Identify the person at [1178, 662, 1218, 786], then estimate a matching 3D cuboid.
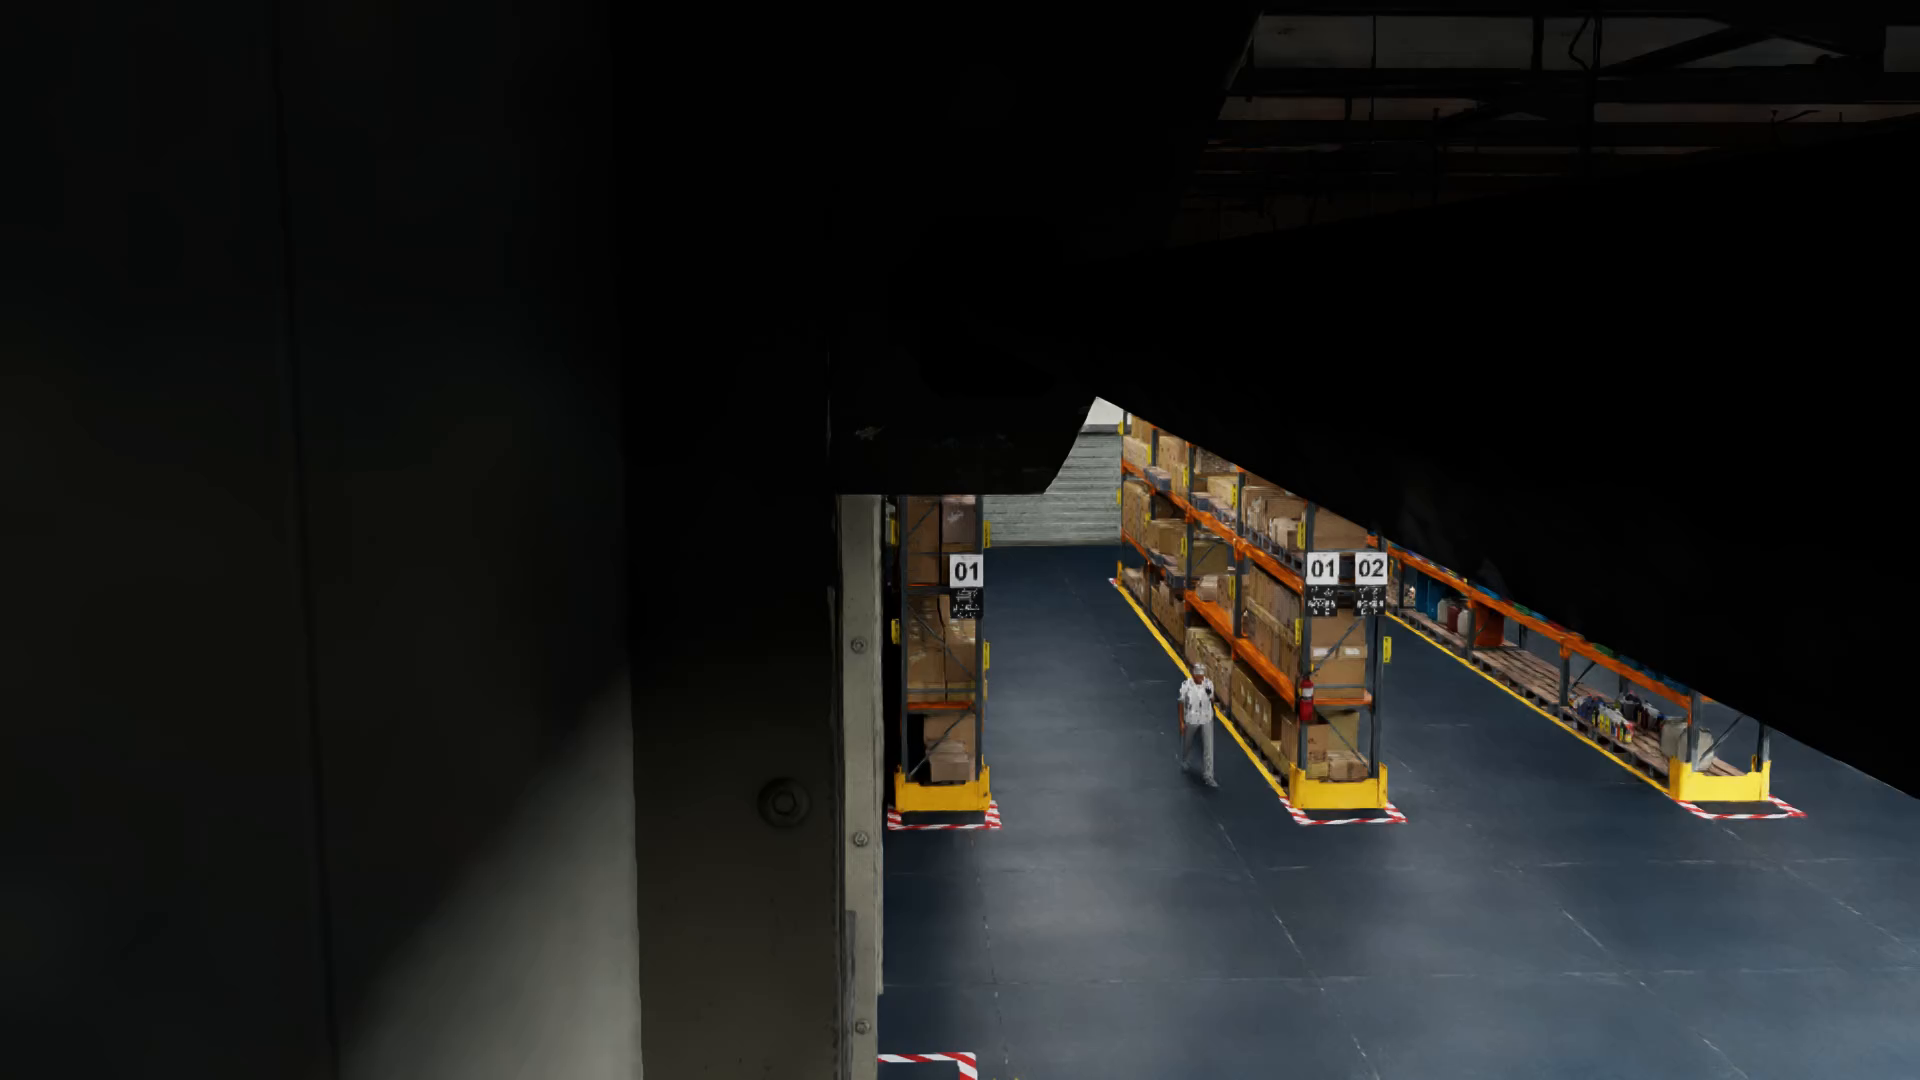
[{"bbox_3d":[3.093,2.342,21.721,0.497,1.573,1.090,0,8,0],"label":"person"}]
